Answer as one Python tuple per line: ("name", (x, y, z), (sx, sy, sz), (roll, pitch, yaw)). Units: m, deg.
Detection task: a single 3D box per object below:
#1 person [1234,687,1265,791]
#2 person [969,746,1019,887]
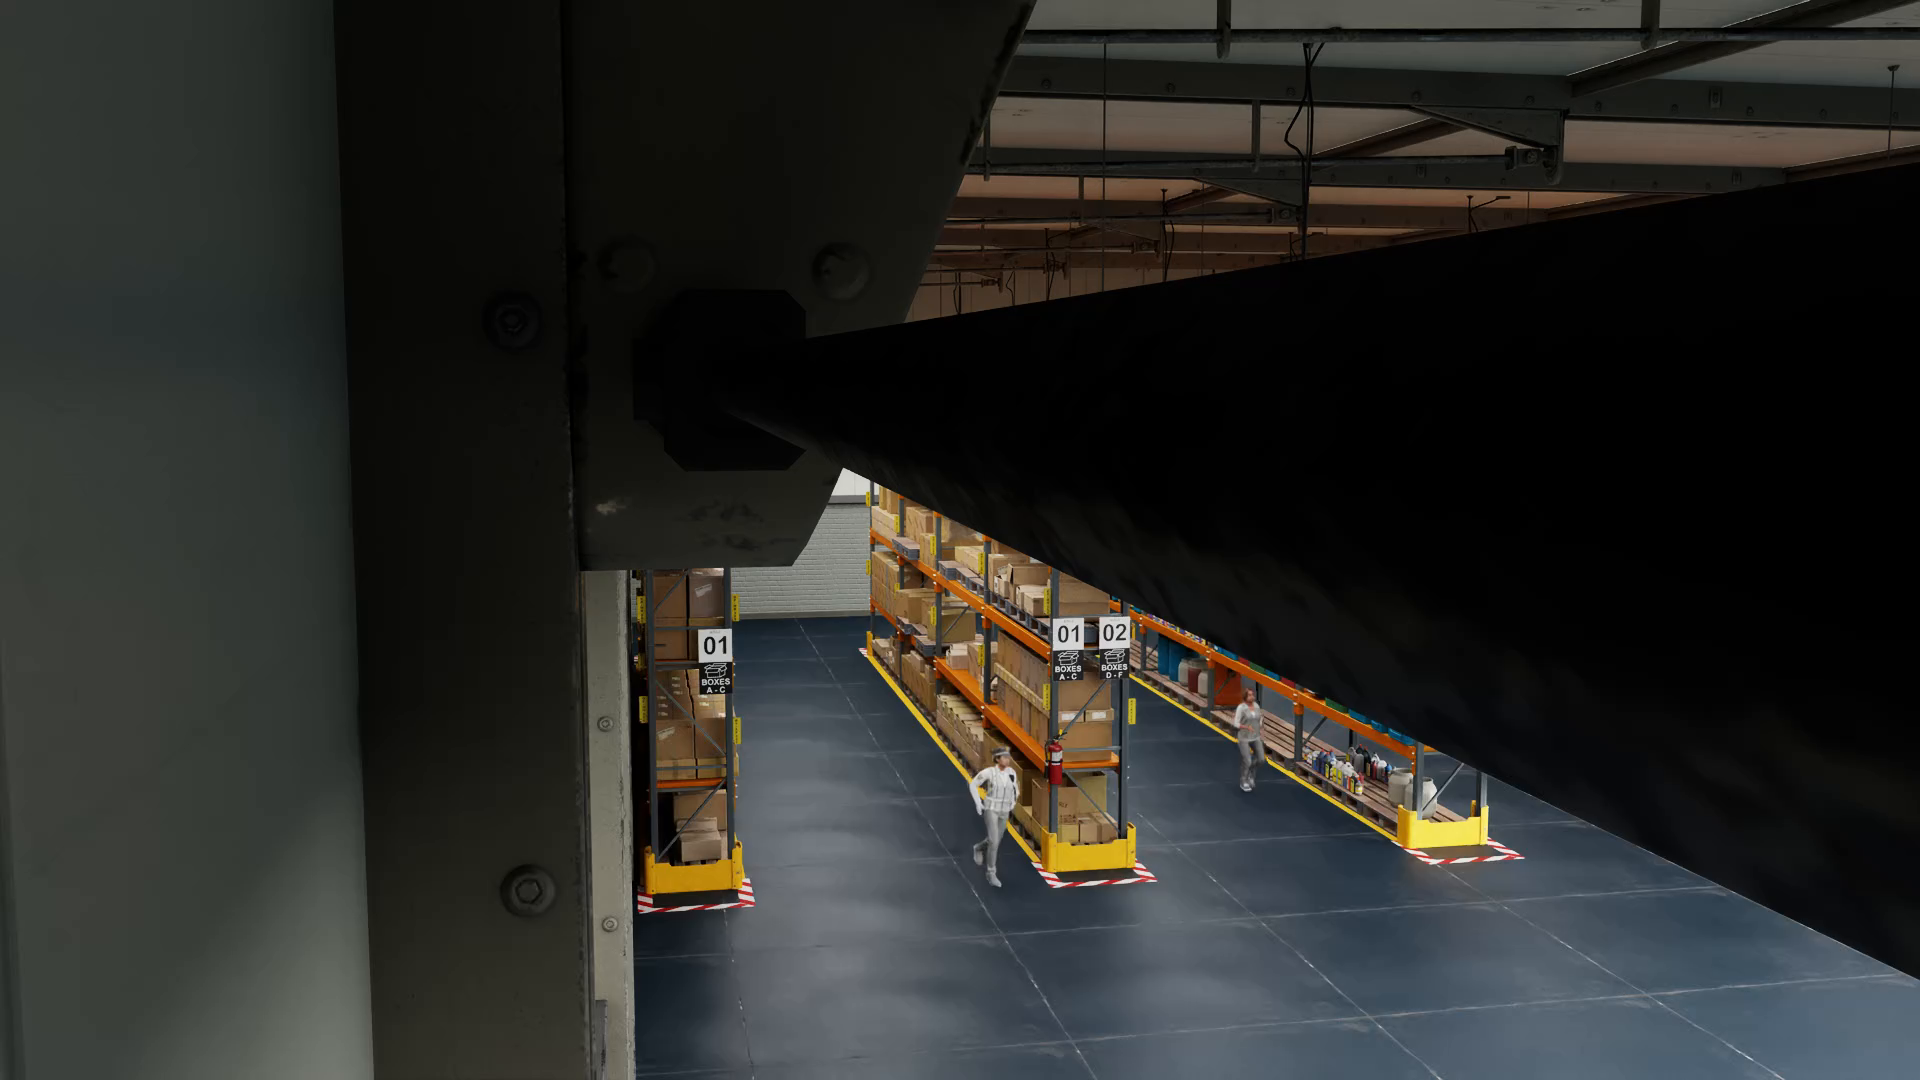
("person", (4.323, 2.969, 24.652), (0.522, 1.557, 0.555), (-2, 6, -17))
("person", (0.441, 3.373, 20.648), (0.652, 1.685, 0.814), (-3, 7, -27))
